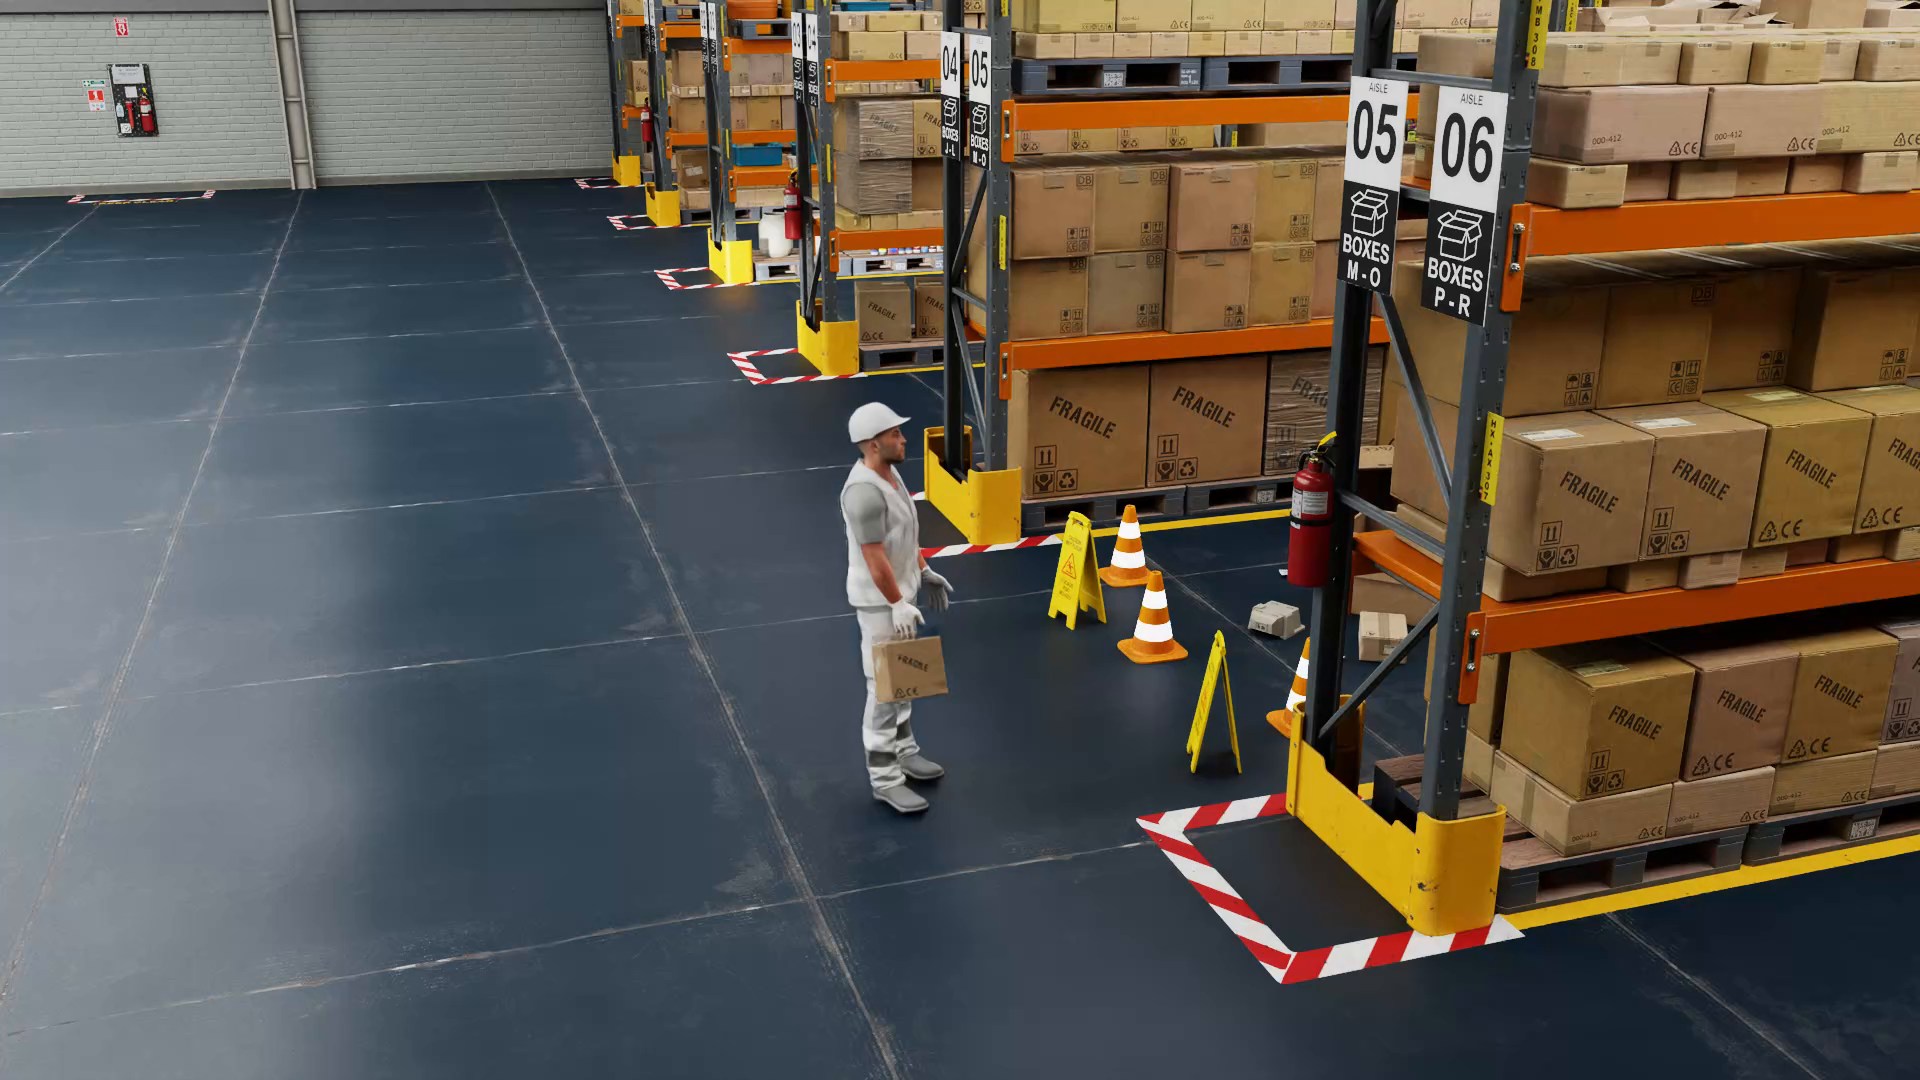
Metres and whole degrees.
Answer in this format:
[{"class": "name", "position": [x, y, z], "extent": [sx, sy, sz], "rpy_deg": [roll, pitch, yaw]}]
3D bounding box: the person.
[{"class": "person", "position": [-0.282, 0.280, 7.414], "extent": [0.458, 1.799, 0.580], "rpy_deg": [3, 19, 9]}]
